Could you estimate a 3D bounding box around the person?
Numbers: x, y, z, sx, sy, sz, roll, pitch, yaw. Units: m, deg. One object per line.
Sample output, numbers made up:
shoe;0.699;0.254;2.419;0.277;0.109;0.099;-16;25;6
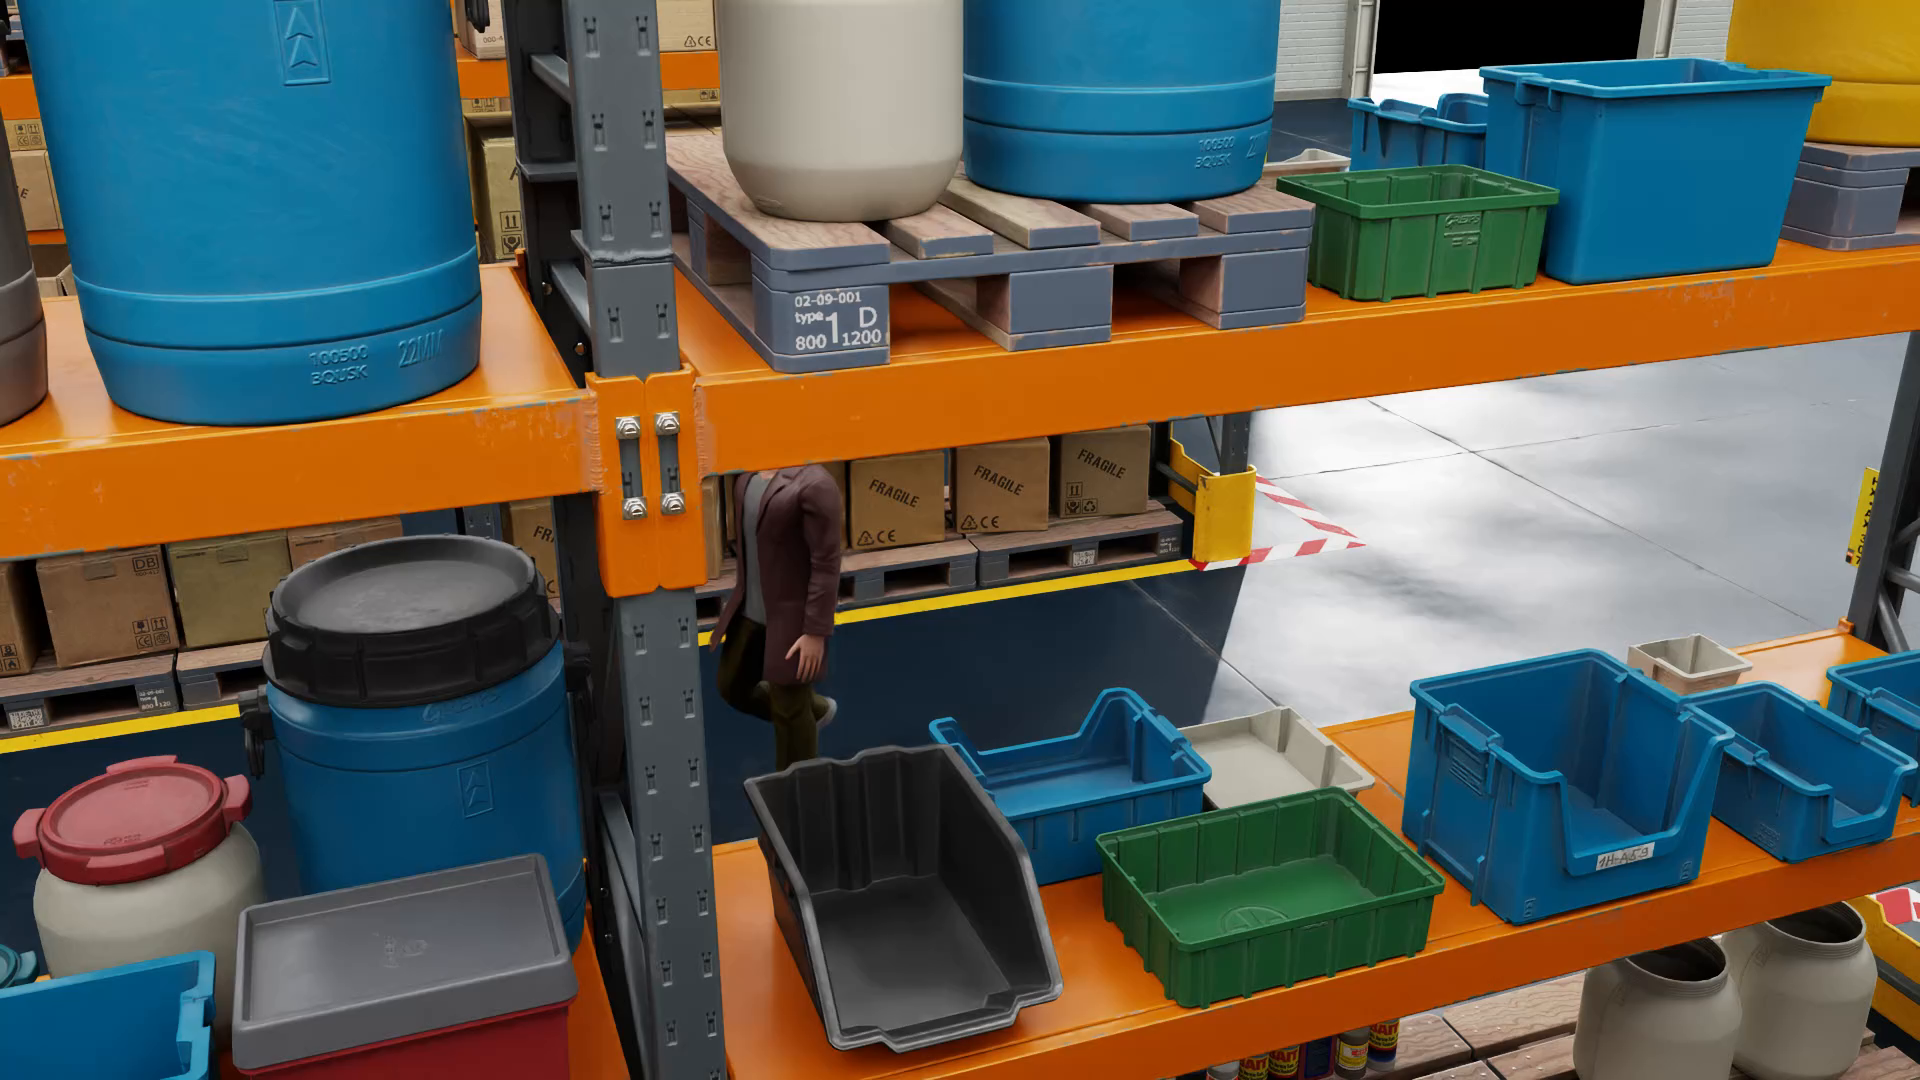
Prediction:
person;-0.655;0.265;6.417;0.674;1.772;0.649;-21;30;-41
